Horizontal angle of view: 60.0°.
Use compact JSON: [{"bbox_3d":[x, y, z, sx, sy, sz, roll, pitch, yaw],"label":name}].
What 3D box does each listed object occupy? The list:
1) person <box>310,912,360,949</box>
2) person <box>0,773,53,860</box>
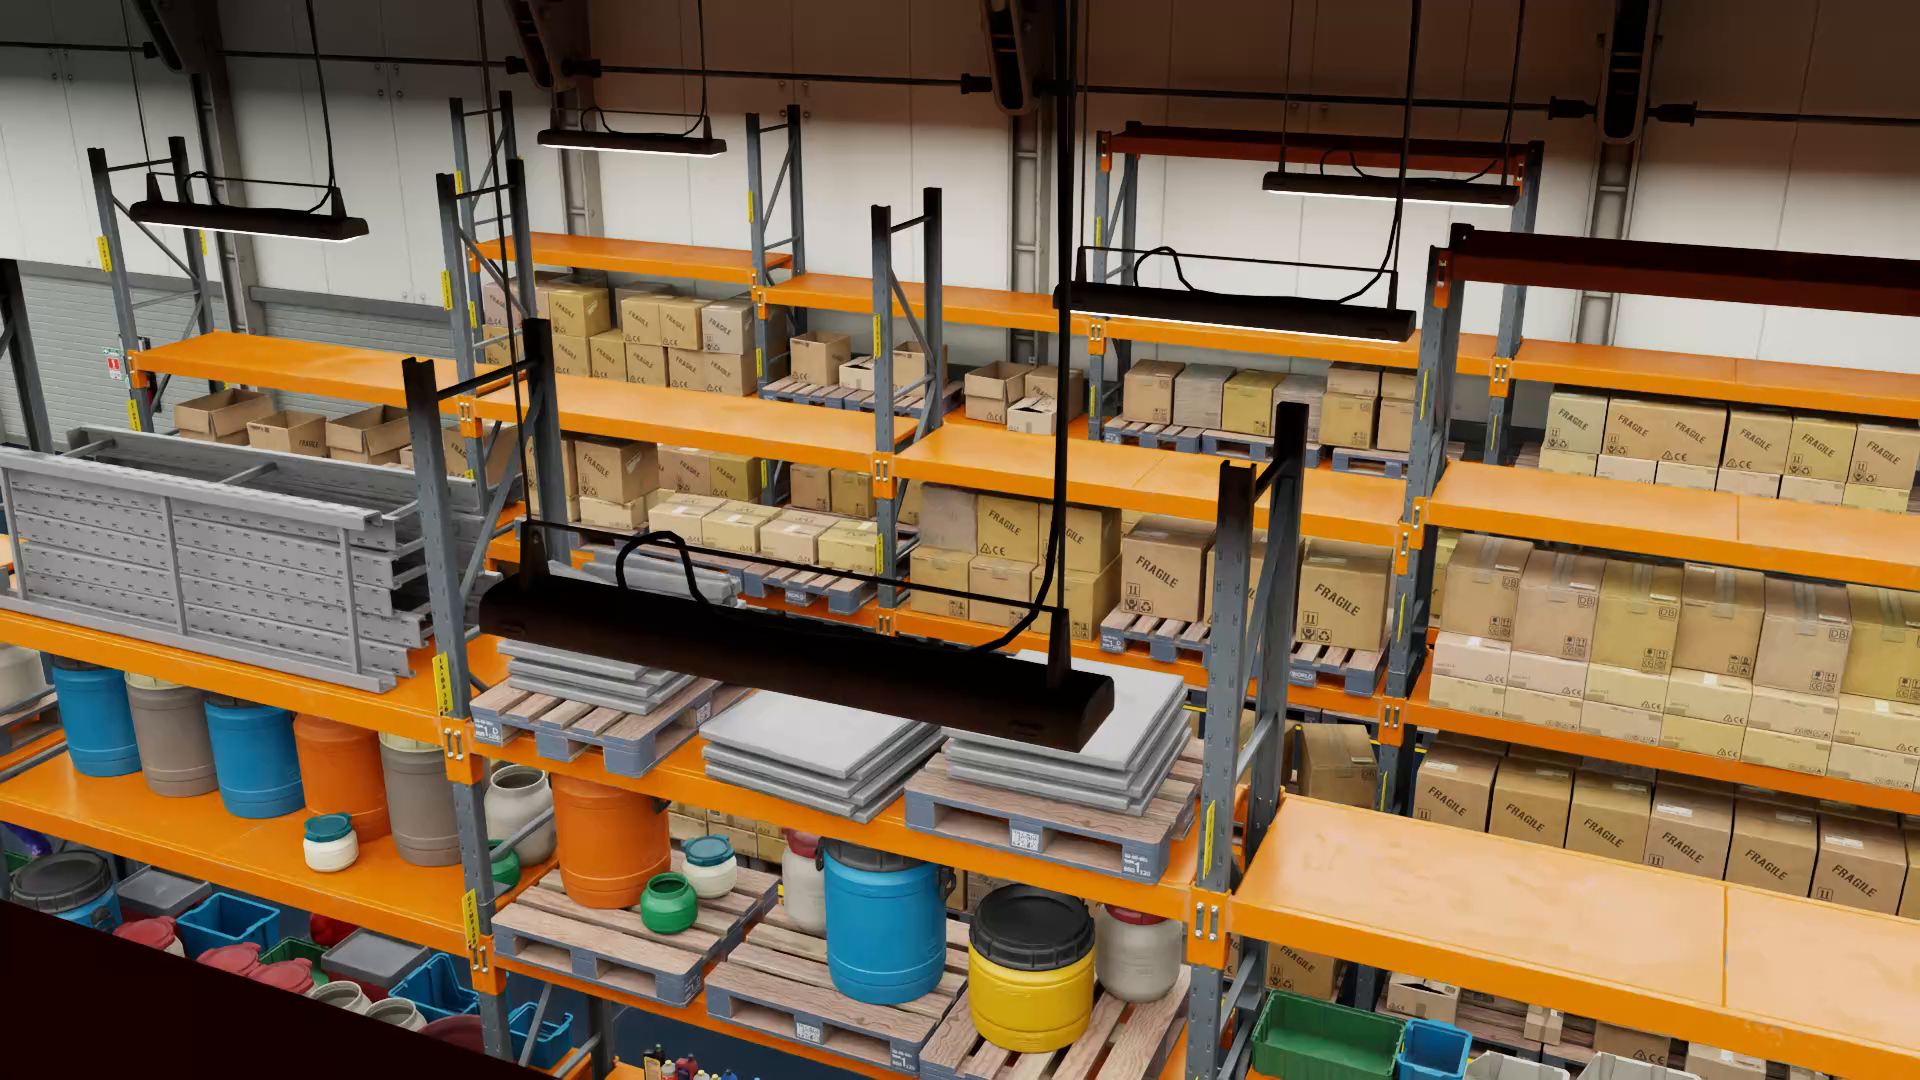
[{"bbox_3d":[-4.482,3.034,12.178,0.586,1.664,1.068,-13,24,-32],"label":"person"},{"bbox_3d":[-8.577,2.145,14.665,0.836,1.596,0.537,-7,22,-18],"label":"person"}]
